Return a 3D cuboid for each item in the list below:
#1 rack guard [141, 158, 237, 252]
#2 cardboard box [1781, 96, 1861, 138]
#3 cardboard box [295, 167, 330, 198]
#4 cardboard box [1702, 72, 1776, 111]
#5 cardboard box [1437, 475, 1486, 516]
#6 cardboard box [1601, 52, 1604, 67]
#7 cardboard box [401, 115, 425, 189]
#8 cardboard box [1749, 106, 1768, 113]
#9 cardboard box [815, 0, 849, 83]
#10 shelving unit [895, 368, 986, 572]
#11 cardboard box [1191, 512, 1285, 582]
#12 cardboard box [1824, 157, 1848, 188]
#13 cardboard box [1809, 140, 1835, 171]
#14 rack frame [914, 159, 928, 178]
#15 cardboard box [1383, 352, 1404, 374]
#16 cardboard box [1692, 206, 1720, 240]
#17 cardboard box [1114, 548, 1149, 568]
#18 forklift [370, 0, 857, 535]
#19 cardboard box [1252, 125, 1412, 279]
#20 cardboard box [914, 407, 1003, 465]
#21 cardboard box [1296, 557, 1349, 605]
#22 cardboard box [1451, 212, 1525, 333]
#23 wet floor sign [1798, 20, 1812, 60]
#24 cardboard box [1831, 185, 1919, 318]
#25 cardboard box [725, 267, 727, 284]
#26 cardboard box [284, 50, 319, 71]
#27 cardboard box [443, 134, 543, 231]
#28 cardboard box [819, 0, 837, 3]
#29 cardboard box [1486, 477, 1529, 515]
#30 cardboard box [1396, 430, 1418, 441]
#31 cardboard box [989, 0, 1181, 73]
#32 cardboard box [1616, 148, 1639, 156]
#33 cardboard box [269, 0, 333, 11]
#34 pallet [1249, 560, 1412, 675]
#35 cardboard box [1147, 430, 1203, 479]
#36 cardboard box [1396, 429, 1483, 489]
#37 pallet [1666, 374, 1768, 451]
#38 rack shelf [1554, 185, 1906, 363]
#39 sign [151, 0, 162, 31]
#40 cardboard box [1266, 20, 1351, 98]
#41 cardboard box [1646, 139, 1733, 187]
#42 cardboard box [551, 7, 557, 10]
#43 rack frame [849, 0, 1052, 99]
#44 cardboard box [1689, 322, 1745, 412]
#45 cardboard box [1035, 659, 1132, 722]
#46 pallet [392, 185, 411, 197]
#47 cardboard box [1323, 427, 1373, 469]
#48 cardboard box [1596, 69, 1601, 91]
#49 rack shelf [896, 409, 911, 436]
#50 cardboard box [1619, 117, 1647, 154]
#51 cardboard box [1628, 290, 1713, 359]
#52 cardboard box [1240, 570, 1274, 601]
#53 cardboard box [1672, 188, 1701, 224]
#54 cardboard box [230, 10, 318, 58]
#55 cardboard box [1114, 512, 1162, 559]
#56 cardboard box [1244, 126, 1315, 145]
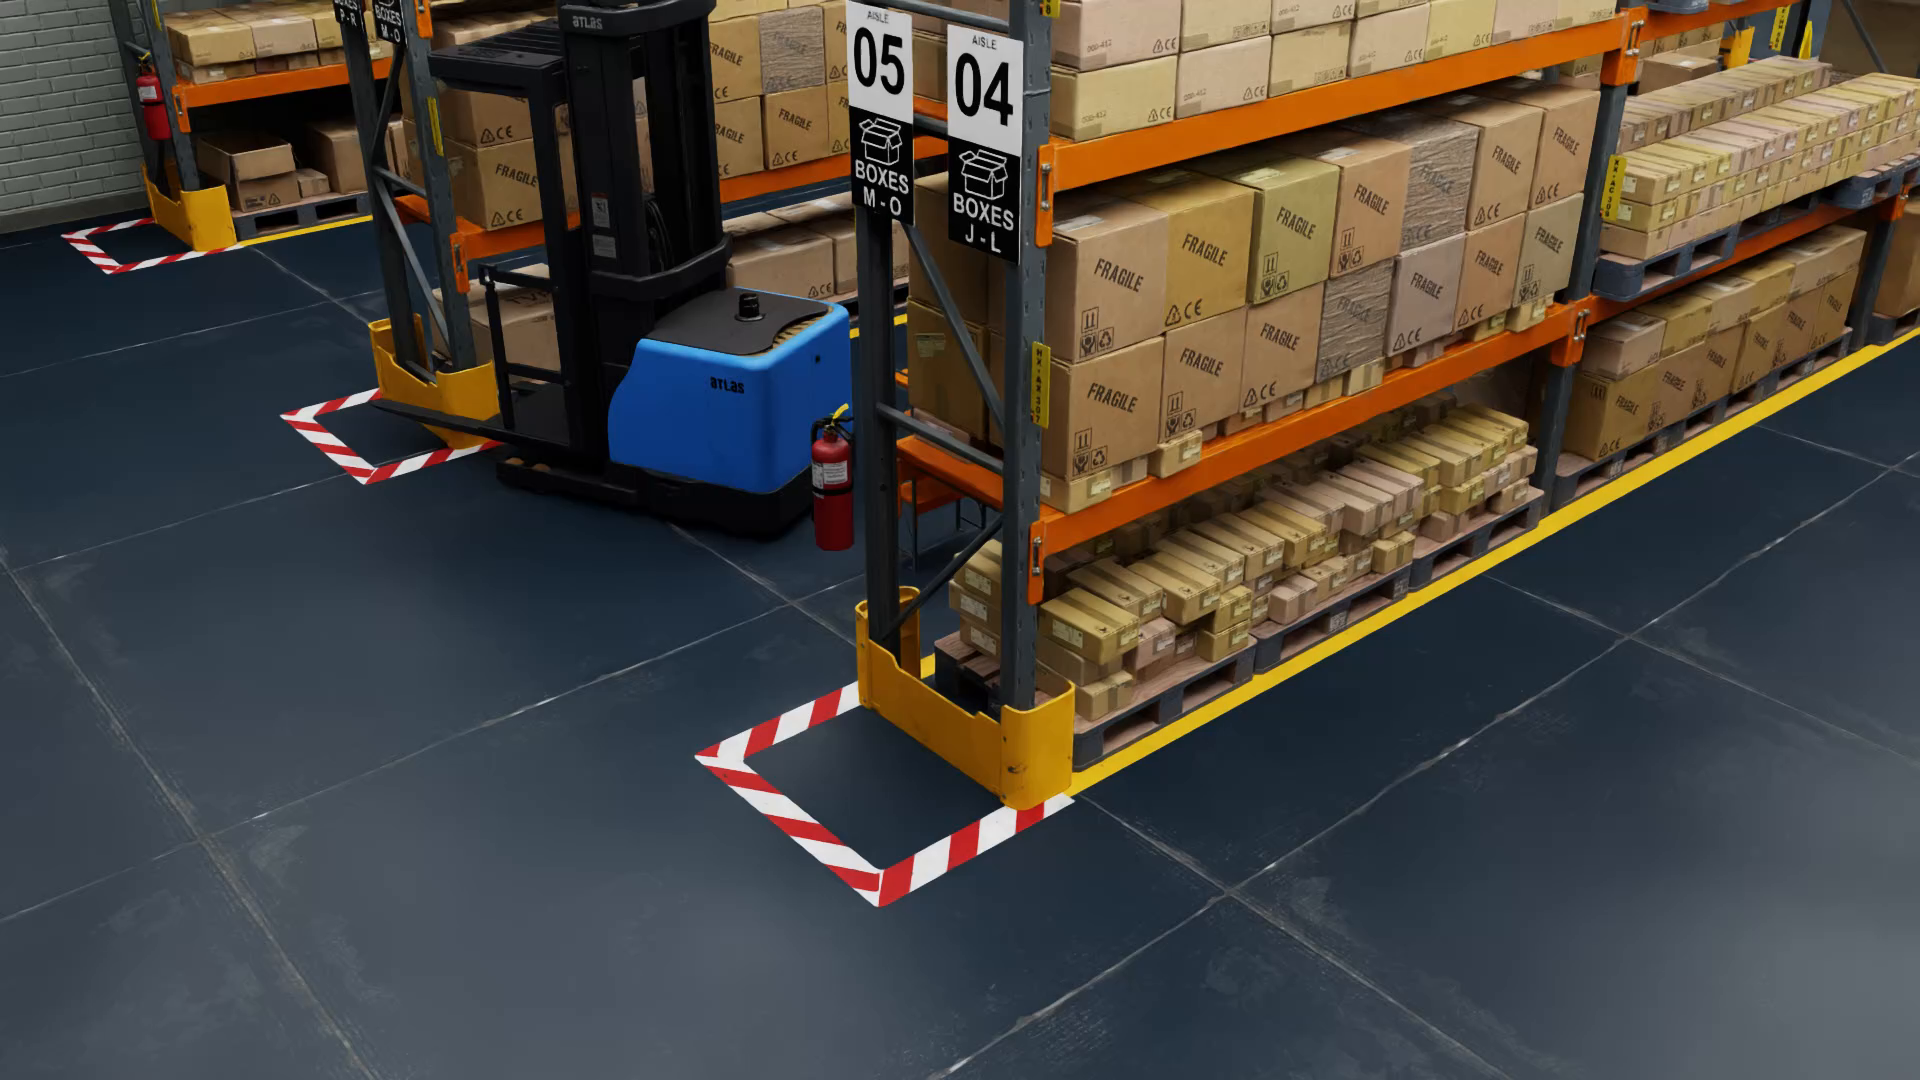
[{"bbox_3d":[-6.510,-2.838,14.031,0.348,0.500,1.175,-22,35,-35],"label":"rack guard"},{"bbox_3d":[5.177,-2.554,10.036,0.250,0.149,0.380,-22,35,-35],"label":"cardboard box"},{"bbox_3d":[-5.693,-3.114,14.474,0.250,0.149,0.380,-24,36,-37],"label":"cardboard box"},{"bbox_3d":[4.961,-2.870,10.627,0.250,0.149,0.380,-24,36,-37],"label":"cardboard box"},{"bbox_3d":[2.566,-0.292,8.877,0.250,0.149,0.380,-23,36,-37],"label":"cardboard box"},{"bbox_3d":[6.809,-5.365,17.782,0.500,0.500,0.500,-20,34,-33],"label":"cardboard box"},{"bbox_3d":[-3.148,-2.425,10.500,0.500,0.500,0.500,-22,35,-35],"label":"cardboard box"},{"bbox_3d":[4.937,-2.728,10.678,0.250,0.149,0.380,-22,35,-35],"label":"cardboard box"},{"bbox_3d":[-0.871,-3.452,11.360,0.500,0.500,0.500,-22,35,-36],"label":"cardboard box"},{"bbox_3d":[-0.126,-0.479,8.872,0.503,1.200,0.258,-22,35,-35],"label":"shelving unit"},{"bbox_3d":[1.324,0.031,7.958,0.250,0.149,0.380,-20,34,-33],"label":"cardboard box"},{"bbox_3d":[5.174,-2.289,10.171,0.250,0.149,0.380,-24,36,-37],"label":"cardboard box"},{"bbox_3d":[4.972,-2.338,9.948,0.250,0.149,0.380,-21,35,-34],"label":"cardboard box"},{"bbox_3d":[-0.300,-3.362,12.359,0.127,3.000,1.000,-22,35,-35],"label":"rack frame"},{"bbox_3d":[1.929,-0.936,8.085,0.250,0.149,0.380,-23,35,-36],"label":"cardboard box"},{"bbox_3d":[3.987,-1.810,9.276,0.250,0.149,0.380,-22,35,-35],"label":"cardboard box"},{"bbox_3d":[0.828,0.077,8.186,0.250,0.149,0.380,-22,35,-35],"label":"cardboard box"},{"bbox_3d":[-2.173,-1.782,9.475,3.031,2.935,1.130,13,31,22],"label":"forklift"},{"bbox_3d":[1.635,-1.518,7.426,0.500,0.500,0.500,-23,36,-36],"label":"cardboard box"},{"bbox_3d":[0.011,-0.485,7.242,0.250,0.149,0.380,-22,35,-35],"label":"cardboard box"},{"bbox_3d":[1.721,0.154,8.359,0.250,0.149,0.380,-22,35,-35],"label":"cardboard box"},{"bbox_3d":[2.409,-1.386,8.239,0.500,0.500,0.500,-23,36,-36],"label":"cardboard box"},{"bbox_3d":[9.668,-5.670,19.174,0.232,0.644,0.267,-10,30,-18],"label":"wet floor sign"},{"bbox_3d":[6.554,-2.189,12.105,0.750,0.750,1.050,-22,35,-36],"label":"cardboard box"},{"bbox_3d":[-2.215,-1.715,11.549,0.875,0.438,0.875,-21,34,-34],"label":"cardboard box"},{"bbox_3d":[-5.567,-4.051,13.915,0.250,0.149,0.380,-21,34,-33],"label":"cardboard box"},{"bbox_3d":[-2.792,-2.227,10.128,0.500,0.500,0.500,-22,35,-35],"label":"cardboard box"},{"bbox_3d":[-0.976,-3.727,11.186,0.250,0.149,0.380,-22,35,-35],"label":"cardboard box"},{"bbox_3d":[2.912,-0.304,9.216,0.250,0.149,0.380,-21,35,-34],"label":"cardboard box"},{"bbox_3d":[2.372,-0.572,9.401,0.250,0.149,0.380,-22,35,-35],"label":"cardboard box"},{"bbox_3d":[0.456,-1.916,6.099,0.500,0.250,0.500,-21,35,-34],"label":"cardboard box"},{"bbox_3d":[3.759,-2.258,9.798,0.250,0.149,0.380,-23,36,-36],"label":"cardboard box"},{"bbox_3d":[-5.617,-4.525,14.379,0.500,0.250,0.500,-21,34,-33],"label":"cardboard box"},{"bbox_3d":[1.573,0.205,8.643,1.213,0.211,1.003,-22,35,-35],"label":"pallet"},{"bbox_3d":[0.812,-0.421,7.123,0.250,0.149,0.380,-23,36,-36],"label":"cardboard box"},{"bbox_3d":[2.534,-0.435,8.830,0.250,0.149,0.380,-22,35,-35],"label":"cardboard box"},{"bbox_3d":[4.509,-1.003,10.902,1.213,0.211,1.003,-22,35,-35],"label":"pallet"},{"bbox_3d":[4.511,-1.913,10.410,4.000,0.370,1.077,-22,35,-35],"label":"rack shelf"},{"bbox_3d":[-6.216,-4.105,12.830,0.005,0.325,0.100,-22,35,-35],"label":"sign"},{"bbox_3d":[1.241,-2.019,6.822,0.500,0.250,0.500,-23,36,-36],"label":"cardboard box"},{"bbox_3d":[3.992,-2.076,9.142,0.250,0.149,0.380,-22,35,-35],"label":"cardboard box"},{"bbox_3d":[-2.280,-3.150,10.107,0.250,0.149,0.380,-23,36,-36],"label":"cardboard box"},{"bbox_3d":[-0.054,-3.041,5.392,0.127,3.000,1.000,-22,35,-35],"label":"rack frame"},{"bbox_3d":[4.515,-1.160,10.444,0.500,0.500,0.500,-21,35,-34],"label":"cardboard box"},{"bbox_3d":[0.553,0.632,7.464,0.250,0.149,0.380,-21,35,-34],"label":"cardboard box"},{"bbox_3d":[-4.977,-3.326,15.250,1.213,0.211,1.003,-22,35,-35],"label":"pallet"},{"bbox_3d":[2.001,-0.532,9.010,0.250,0.149,0.380,-23,36,-36],"label":"cardboard box"},{"bbox_3d":[6.808,-5.033,17.958,0.500,0.250,0.500,-20,34,-32],"label":"cardboard box"},{"bbox_3d":[-0.126,-0.616,8.799,0.480,0.148,0.258,-22,35,-35],"label":"rack shelf"},{"bbox_3d":[3.769,-2.389,9.728,0.250,0.149,0.380,-22,35,-35],"label":"cardboard box"},{"bbox_3d":[4.126,-1.327,9.962,0.500,0.250,0.500,-21,34,-34],"label":"cardboard box"},{"bbox_3d":[1.291,0.153,8.045,0.250,0.149,0.380,-24,36,-37],"label":"cardboard box"},{"bbox_3d":[3.783,-1.860,9.053,0.250,0.149,0.380,-23,36,-36],"label":"cardboard box"},{"bbox_3d":[-5.664,-4.179,13.731,0.500,0.250,0.500,-21,35,-34],"label":"cardboard box"},{"bbox_3d":[0.766,-0.075,8.157,0.250,0.149,0.380,-24,36,-37],"label":"cardboard box"},{"bbox_3d":[1.309,-1.721,7.804,0.500,0.500,0.500,-23,36,-37],"label":"cardboard box"}]
